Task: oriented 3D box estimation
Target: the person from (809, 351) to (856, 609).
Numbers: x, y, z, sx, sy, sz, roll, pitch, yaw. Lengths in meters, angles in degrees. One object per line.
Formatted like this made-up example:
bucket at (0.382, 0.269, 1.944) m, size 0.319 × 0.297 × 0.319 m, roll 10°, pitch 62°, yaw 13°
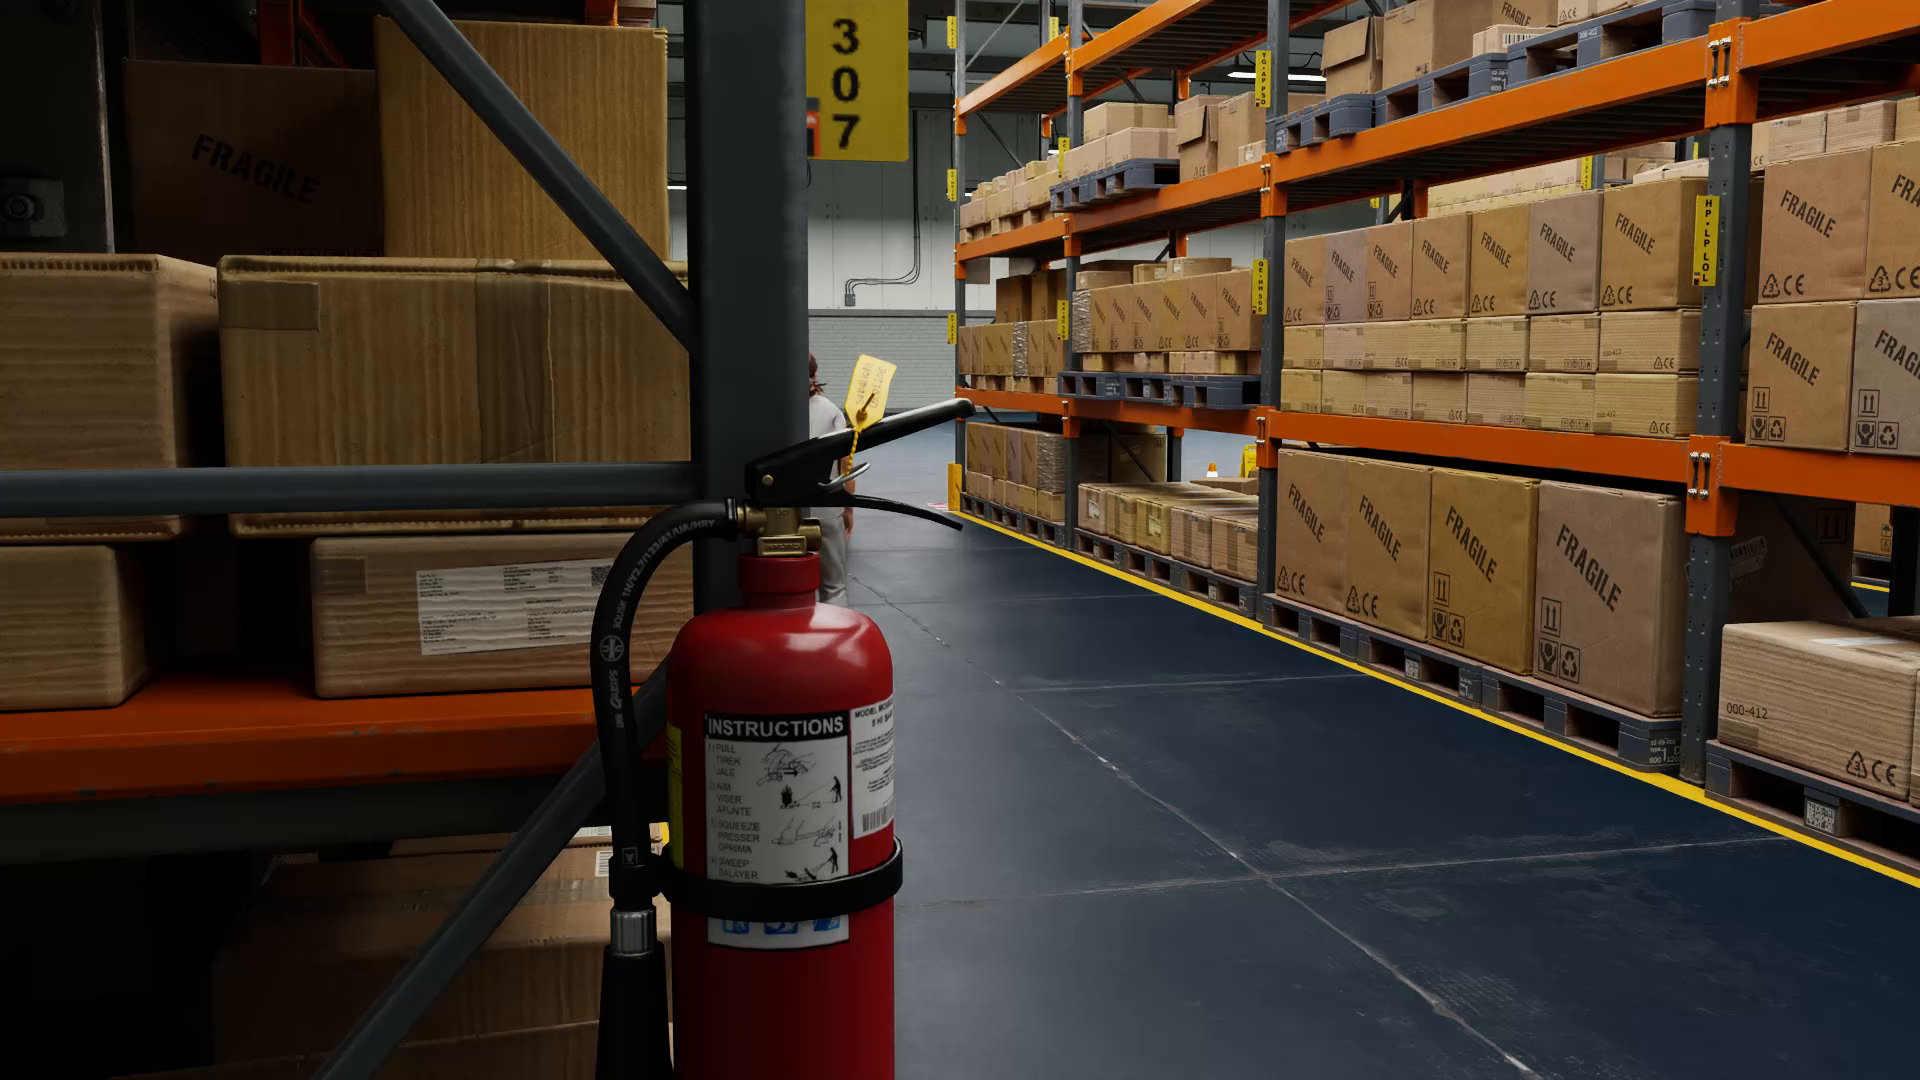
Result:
person at (-0.745, -0.101, 8.076) m, size 0.504 × 1.673 × 0.352 m, roll -2°, pitch 6°, yaw -16°
